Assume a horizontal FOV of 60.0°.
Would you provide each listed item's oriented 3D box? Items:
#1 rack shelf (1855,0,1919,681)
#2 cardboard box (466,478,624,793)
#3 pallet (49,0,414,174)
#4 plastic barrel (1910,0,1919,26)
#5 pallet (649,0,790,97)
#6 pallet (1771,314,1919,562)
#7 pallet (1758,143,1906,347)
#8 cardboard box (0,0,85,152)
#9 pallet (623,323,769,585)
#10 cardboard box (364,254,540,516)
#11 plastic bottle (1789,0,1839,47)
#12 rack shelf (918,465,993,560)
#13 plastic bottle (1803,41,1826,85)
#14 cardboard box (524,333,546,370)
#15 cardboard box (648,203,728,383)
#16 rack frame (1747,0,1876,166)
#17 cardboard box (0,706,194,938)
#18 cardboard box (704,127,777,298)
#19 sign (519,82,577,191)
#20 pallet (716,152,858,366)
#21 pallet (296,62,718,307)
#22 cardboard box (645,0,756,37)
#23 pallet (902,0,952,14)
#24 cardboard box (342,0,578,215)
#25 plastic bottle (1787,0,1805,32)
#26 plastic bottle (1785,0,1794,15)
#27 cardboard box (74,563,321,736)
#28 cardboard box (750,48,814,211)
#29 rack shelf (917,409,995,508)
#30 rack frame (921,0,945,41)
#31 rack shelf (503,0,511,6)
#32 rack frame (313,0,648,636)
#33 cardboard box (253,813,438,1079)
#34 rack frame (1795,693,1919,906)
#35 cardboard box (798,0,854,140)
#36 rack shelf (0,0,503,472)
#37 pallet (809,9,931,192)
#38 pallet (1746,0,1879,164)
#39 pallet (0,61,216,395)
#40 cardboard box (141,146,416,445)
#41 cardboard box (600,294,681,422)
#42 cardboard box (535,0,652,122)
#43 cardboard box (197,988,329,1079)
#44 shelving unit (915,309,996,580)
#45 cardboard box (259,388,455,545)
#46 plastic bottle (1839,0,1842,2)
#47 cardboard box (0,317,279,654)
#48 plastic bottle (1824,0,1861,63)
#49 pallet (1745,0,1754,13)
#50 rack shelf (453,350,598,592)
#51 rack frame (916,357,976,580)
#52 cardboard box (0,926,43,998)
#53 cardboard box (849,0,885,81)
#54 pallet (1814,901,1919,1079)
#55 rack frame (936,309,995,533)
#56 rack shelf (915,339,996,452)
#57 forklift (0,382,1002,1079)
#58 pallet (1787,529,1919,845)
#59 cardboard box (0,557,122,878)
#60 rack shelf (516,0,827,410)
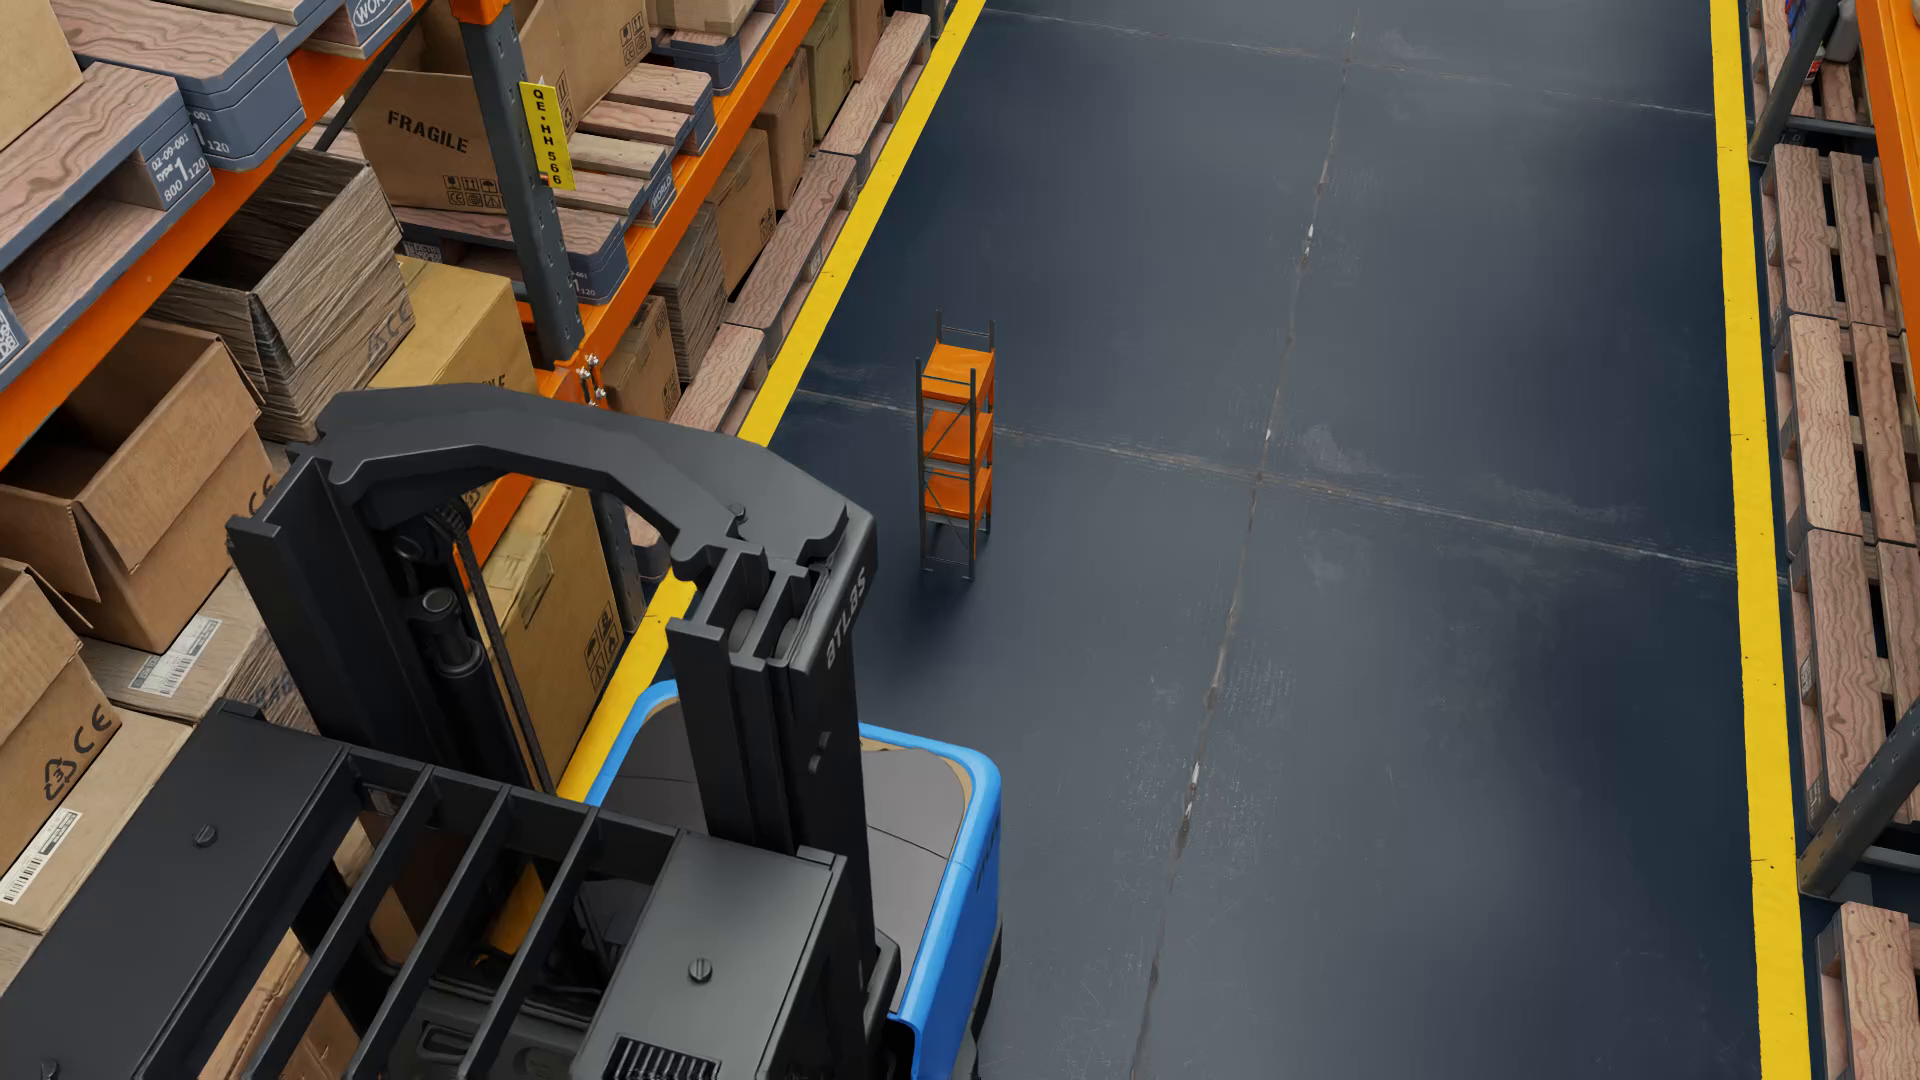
[{"bbox_3d":[3.674,-1.024,5.633,1.077,0.370,4.000,12,50,10],"label":"rack shelf"},{"bbox_3d":[-1.832,0.266,5.152,1.225,0.875,0.875,9,49,8],"label":"cardboard box"},{"bbox_3d":[-1.749,-1.247,3.475,1.213,0.211,1.003,14,50,12],"label":"pallet"},{"bbox_3d":[3.737,-2.105,6.017,0.433,0.535,0.433,0,49,0],"label":"plastic barrel"},{"bbox_3d":[-1.149,-2.170,6.292,1.003,0.211,1.213,12,50,10],"label":"pallet"},{"bbox_3d":[3.712,-0.325,6.396,1.003,0.211,1.213,12,50,10],"label":"pallet"},{"bbox_3d":[4.031,-1.211,7.178,1.003,0.211,1.213,12,50,10],"label":"pallet"},{"bbox_3d":[-1.864,-0.861,2.662,0.500,0.500,0.500,14,50,12],"label":"cardboard box"},{"bbox_3d":[-1.423,-0.435,6.493,1.003,0.211,1.213,12,50,10],"label":"pallet"},{"bbox_3d":[-1.521,-0.420,4.554,0.500,0.500,0.500,13,50,11],"label":"cardboard box"},{"bbox_3d":[4.092,-2.501,7.930,0.144,0.351,0.185,10,49,9],"label":"plastic bottle"},{"bbox_3d":[-0.014,-0.118,6.039,0.215,0.259,0.240,12,50,10],"label":"rack shelf"},{"bbox_3d":[3.996,-2.253,7.810,0.097,0.201,0.097,0,49,0],"label":"plastic bottle"},{"bbox_3d":[-1.483,-0.850,5.873,0.500,0.250,0.500,13,50,12],"label":"cardboard box"},{"bbox_3d":[-1.340,-1.004,6.509,0.700,0.500,0.500,8,49,7],"label":"cardboard box"},{"bbox_3d":[4.201,-2.709,6.640,1.000,3.000,0.127,12,50,10],"label":"rack frame"},{"bbox_3d":[-1.926,0.683,3.580,0.500,0.500,0.500,12,50,11],"label":"cardboard box"},{"bbox_3d":[-1.197,-1.415,6.872,0.700,0.500,0.500,15,50,13],"label":"cardboard box"},{"bbox_3d":[-1.094,-1.069,4.421,0.100,0.325,0.005,12,50,10],"label":"sign"},{"bbox_3d":[-1.100,-1.315,7.270,1.003,0.211,1.213,12,50,10],"label":"pallet"},{"bbox_3d":[-1.546,-1.266,5.495,1.213,0.211,1.003,12,50,10],"label":"pallet"},{"bbox_3d":[-0.967,-2.049,5.878,0.500,0.250,0.500,10,49,9],"label":"cardboard box"},{"bbox_3d":[-0.435,-3.257,8.983,1.003,0.211,1.213,12,50,10],"label":"pallet"},{"bbox_3d":[-1.527,-1.364,5.106,0.500,0.500,0.500,6,49,5],"label":"cardboard box"},{"bbox_3d":[4.143,-2.640,8.052,0.144,0.351,0.185,9,49,8],"label":"plastic bottle"},{"bbox_3d":[4.145,-2.743,8.189,0.061,0.283,0.133,15,50,13],"label":"plastic bottle"},{"bbox_3d":[-1.792,0.315,3.904,0.500,0.500,0.500,10,49,9],"label":"cardboard box"},{"bbox_3d":[-1.051,-1.819,7.229,0.700,0.500,0.500,8,49,7],"label":"cardboard box"},{"bbox_3d":[-0.014,-0.302,5.830,0.215,0.259,0.240,12,50,10],"label":"rack shelf"},{"bbox_3d":[-0.578,-3.686,7.503,1.000,3.000,0.127,12,50,10],"label":"rack frame"},{"bbox_3d":[-1.104,-2.994,5.371,1.077,0.370,4.000,12,50,10],"label":"rack shelf"},{"bbox_3d":[-1.630,-0.793,4.949,1.000,3.000,0.127,12,50,10],"label":"rack frame"},{"bbox_3d":[-2.074,0.909,4.584,1.225,0.875,0.875,12,50,10],"label":"cardboard box"},{"bbox_3d":[3.148,0.184,4.087,1.000,3.000,0.127,12,50,10],"label":"rack frame"},{"bbox_3d":[-0.904,-2.224,7.586,0.700,0.500,0.500,11,50,10],"label":"cardboard box"},{"bbox_3d":[-2.157,-0.101,2.818,1.077,0.370,4.000,12,50,10],"label":"rack shelf"},{"bbox_3d":[-0.781,-2.200,8.051,1.003,0.211,1.213,12,50,10],"label":"pallet"},{"bbox_3d":[4.418,-2.264,8.107,1.003,0.211,1.213,12,50,10],"label":"pallet"},{"bbox_3d":[-2.040,-0.438,2.761,1.003,0.211,1.213,14,50,12],"label":"pallet"},{"bbox_3d":[-1.838,-0.633,4.072,0.797,0.503,0.637,13,50,11],"label":"cardboard box"},{"bbox_3d":[-1.473,-0.600,6.153,0.700,0.500,0.500,9,49,8],"label":"cardboard box"},{"bbox_3d":[-1.476,-1.787,5.480,0.700,0.500,0.500,18,51,16],"label":"cardboard box"},{"bbox_3d":[-2.300,1.551,4.018,1.225,0.875,0.875,10,49,9],"label":"cardboard box"},{"bbox_3d":[-0.014,-0.309,5.822,0.215,1.050,0.252,12,50,10],"label":"shelving unit"},{"bbox_3d":[-1.658,-0.061,4.236,0.500,0.500,0.500,11,50,10],"label":"cardboard box"},{"bbox_3d":[4.292,-2.604,8.071,0.152,0.276,0.135,12,50,10],"label":"plastic bottle"},{"bbox_3d":[-2.013,-0.162,3.656,0.797,0.503,0.637,13,50,11],"label":"cardboard box"},{"bbox_3d":[4.231,-2.472,7.905,0.144,0.351,0.185,12,50,10],"label":"plastic bottle"},{"bbox_3d":[4.737,-3.149,8.889,1.003,0.211,1.213,12,50,10],"label":"pallet"},{"bbox_3d":[-2.157,0.891,3.942,1.077,0.370,4.000,12,50,10],"label":"rack shelf"},{"bbox_3d":[-0.046,-0.220,5.744,0.200,1.050,0.008,12,50,10],"label":"rack frame"},{"bbox_3d":[-2.057,1.058,3.249,0.500,0.500,0.500,11,49,9],"label":"cardboard box"},{"bbox_3d":[-0.760,-2.565,7.887,0.700,0.500,0.500,8,49,7],"label":"cardboard box"},{"bbox_3d":[2.981,1.685,4.622,1.003,0.211,1.213,12,50,10],"label":"pallet"},{"bbox_3d":[0.018,-0.397,5.900,0.200,1.050,0.008,12,50,10],"label":"rack frame"},{"bbox_3d":[-0.014,-0.489,5.617,0.215,0.259,0.240,12,50,10],"label":"rack shelf"},{"bbox_3d":[-0.773,1.266,3.177,1.130,2.935,3.031,12,50,11],"label":"forklift"},{"bbox_3d":[3.389,0.554,5.620,1.003,0.211,1.213,12,50,10],"label":"pallet"},{"bbox_3d":[-2.183,0.325,3.227,0.797,0.503,0.637,13,50,11],"label":"cardboard box"},{"bbox_3d":[-1.104,-2.002,6.496,1.077,0.370,4.000,12,50,10],"label":"rack shelf"}]
